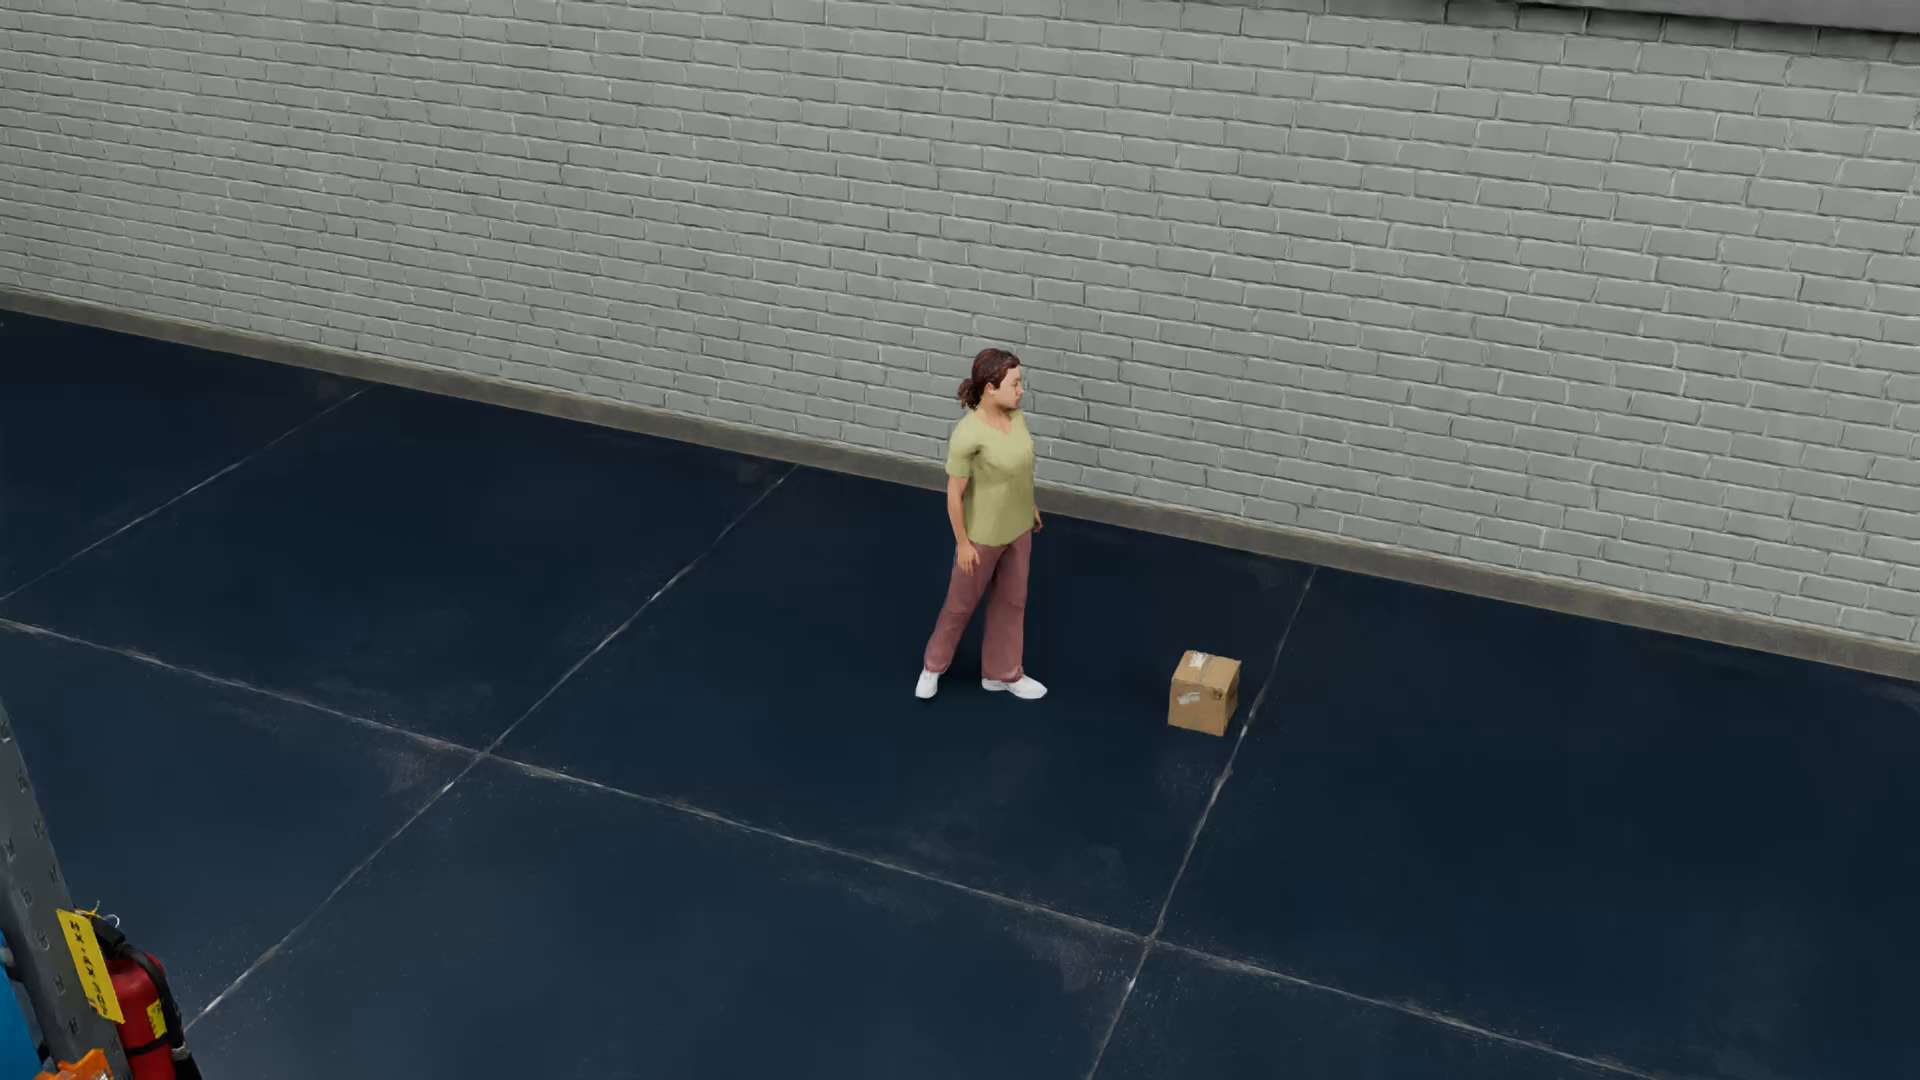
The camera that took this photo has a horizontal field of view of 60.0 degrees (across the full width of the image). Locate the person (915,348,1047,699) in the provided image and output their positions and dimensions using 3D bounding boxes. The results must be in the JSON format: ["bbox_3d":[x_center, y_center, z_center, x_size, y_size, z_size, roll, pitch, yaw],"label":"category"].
[{"bbox_3d":[0.108,-0.052,7.226,0.630,1.671,0.528,-26,39,-37],"label":"person"}]
